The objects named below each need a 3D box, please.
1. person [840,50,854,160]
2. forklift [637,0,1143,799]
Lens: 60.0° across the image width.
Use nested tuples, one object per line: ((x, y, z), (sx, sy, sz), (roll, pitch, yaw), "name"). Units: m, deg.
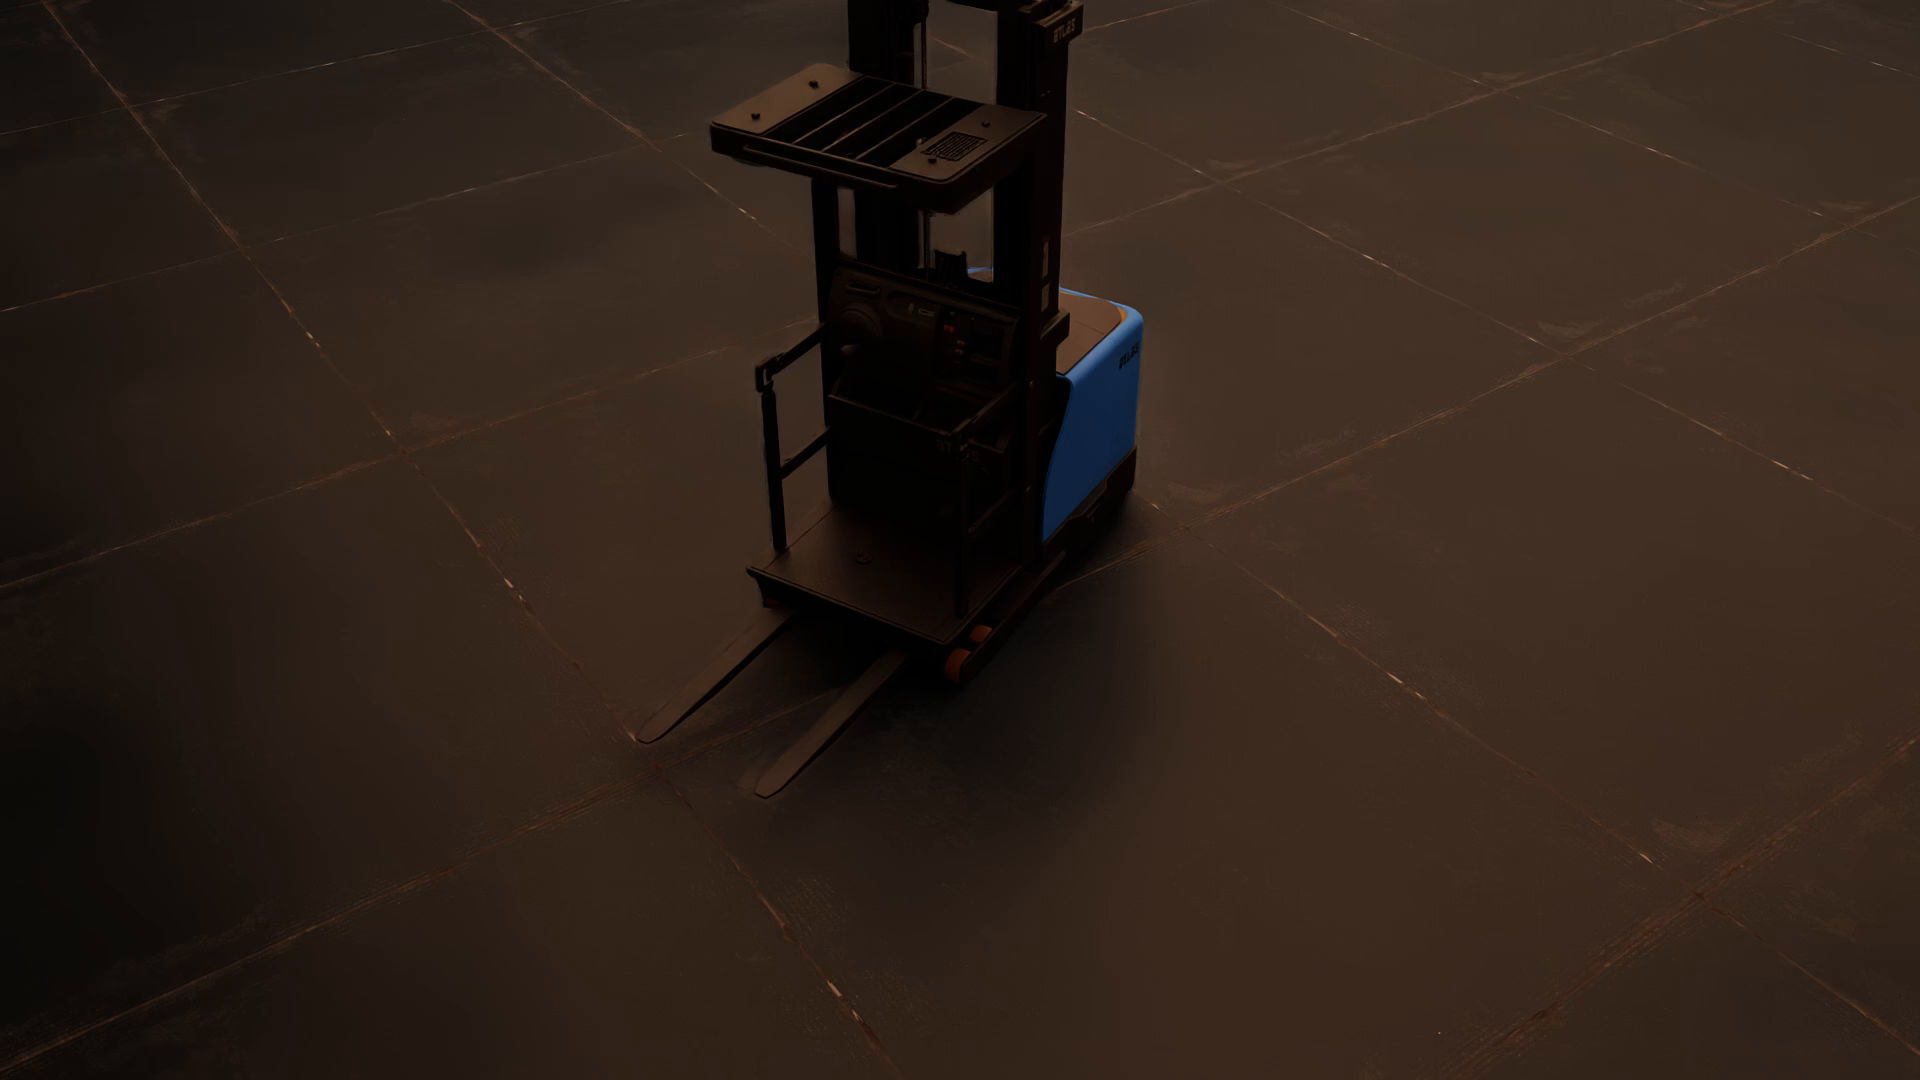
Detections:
((-0.605, -2.824, 10.957), (0.516, 1.526, 0.624), (-11, 38, -14), "person")
((-0.281, -0.841, 7.081), (1.130, 2.935, 3.031), (20, 41, 24), "forklift")
